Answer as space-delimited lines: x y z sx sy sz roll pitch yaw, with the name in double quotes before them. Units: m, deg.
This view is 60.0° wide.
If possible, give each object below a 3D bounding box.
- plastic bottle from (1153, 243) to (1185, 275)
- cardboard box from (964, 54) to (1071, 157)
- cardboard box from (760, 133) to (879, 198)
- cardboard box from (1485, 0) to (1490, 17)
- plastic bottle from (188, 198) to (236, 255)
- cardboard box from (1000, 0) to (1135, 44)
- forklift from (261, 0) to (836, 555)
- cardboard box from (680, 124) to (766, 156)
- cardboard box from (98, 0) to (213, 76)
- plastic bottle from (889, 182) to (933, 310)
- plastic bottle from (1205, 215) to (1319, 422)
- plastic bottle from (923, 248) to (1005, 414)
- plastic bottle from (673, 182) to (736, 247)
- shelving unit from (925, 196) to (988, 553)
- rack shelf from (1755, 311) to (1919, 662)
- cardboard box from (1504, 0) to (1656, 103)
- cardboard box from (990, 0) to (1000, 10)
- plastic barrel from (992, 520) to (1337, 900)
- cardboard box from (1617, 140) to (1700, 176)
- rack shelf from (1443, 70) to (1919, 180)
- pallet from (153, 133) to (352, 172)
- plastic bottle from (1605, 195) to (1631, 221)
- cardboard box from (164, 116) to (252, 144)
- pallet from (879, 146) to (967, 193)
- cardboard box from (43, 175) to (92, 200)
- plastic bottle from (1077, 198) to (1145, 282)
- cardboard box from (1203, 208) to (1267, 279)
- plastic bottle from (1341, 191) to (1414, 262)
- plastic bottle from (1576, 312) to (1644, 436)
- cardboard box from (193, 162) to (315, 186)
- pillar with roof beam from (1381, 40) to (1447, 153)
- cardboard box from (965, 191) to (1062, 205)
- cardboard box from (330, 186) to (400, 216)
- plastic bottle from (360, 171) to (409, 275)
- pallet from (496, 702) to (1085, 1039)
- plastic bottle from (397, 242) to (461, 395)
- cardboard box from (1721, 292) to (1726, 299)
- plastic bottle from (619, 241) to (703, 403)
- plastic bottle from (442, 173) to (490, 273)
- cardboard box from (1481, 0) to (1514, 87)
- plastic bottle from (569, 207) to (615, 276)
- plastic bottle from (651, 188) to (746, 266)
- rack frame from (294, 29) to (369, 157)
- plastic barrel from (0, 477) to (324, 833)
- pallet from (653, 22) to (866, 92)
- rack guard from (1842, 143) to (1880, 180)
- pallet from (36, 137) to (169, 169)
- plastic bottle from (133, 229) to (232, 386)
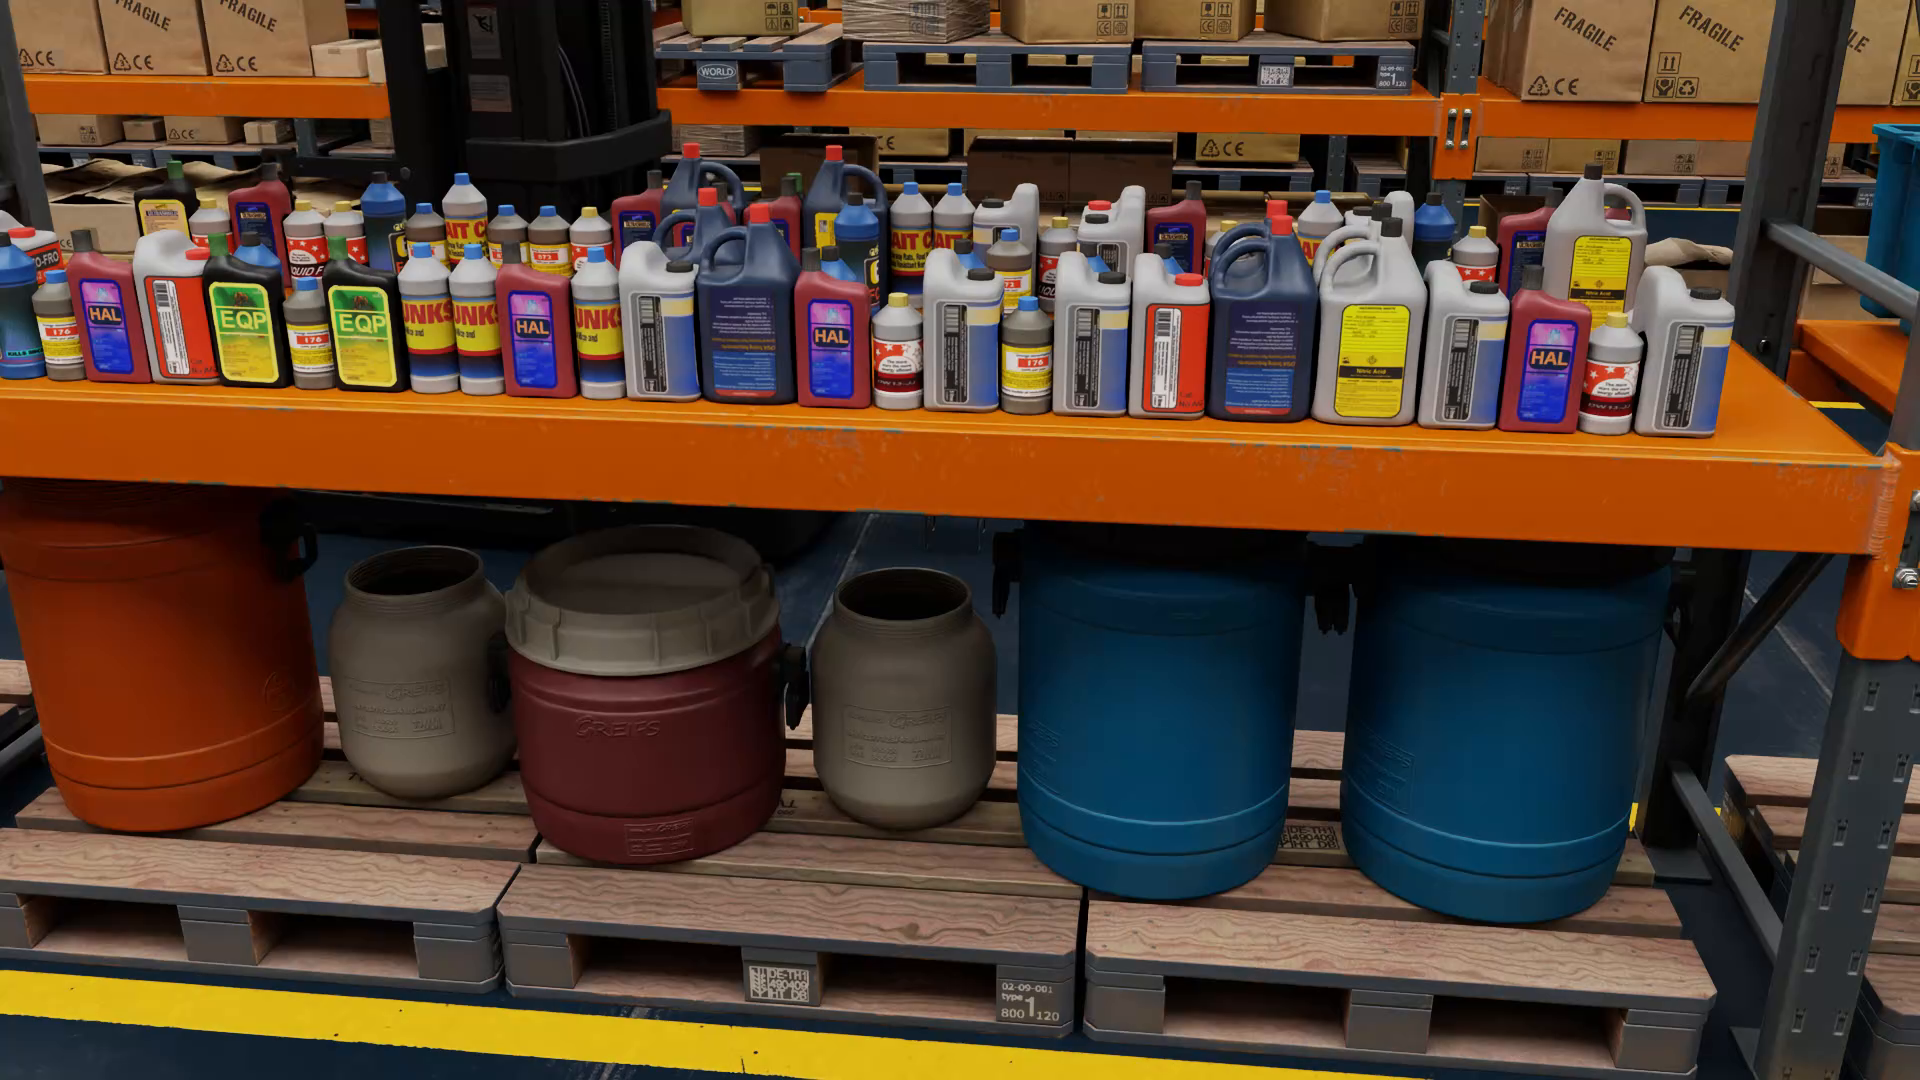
"plastic bottle" 0.369 -0.411 3.074 0.097 0.271 0.097 0 22 0
"cardboard box" 0.443 -3.354 12.695 0.750 0.750 0.750 2 22 6
"cardboard box" -0.707 -1.904 8.458 0.500 0.250 0.500 3 22 8
"cardboard box" 4.092 -4.181 12.028 0.700 0.700 0.980 2 22 5
"plastic bottle" -1.742 -0.695 3.888 0.097 0.201 0.097 0 22 0
"cardboard box" 0.490 -2.592 7.709 0.500 0.500 0.700 -3 22 -7
"forklift" -1.896 -1.560 5.900 3.031 2.935 1.130 5 22 13
"cardboard box" -1.862 -3.332 13.090 0.500 0.500 0.700 3 22 7
"cardboard box" -3.911 -2.605 8.313 0.500 0.500 0.500 3 22 6
"plastic bottle" -0.108 -0.656 3.695 0.097 0.271 0.097 0 22 0
"plastic bottle" 0.531 -0.393 2.921 0.185 0.351 0.144 2 22 6
"plastic bottle" 0.008 -0.383 2.996 0.135 0.276 0.152 2 22 6
"plastic bottle" -0.553 -0.635 3.624 0.133 0.283 0.061 2 22 6
"shelving unit" -0.014 -0.559 5.721 0.189 1.200 0.258 2 22 6
"rack shelf" 3.652 -0.067 3.007 4.000 0.370 1.077 2 22 6
"cardboard box" 2.726 -2.221 7.342 0.500 0.500 0.500 3 22 8
"cardboard box" 0.185 -4.041 12.396 0.250 0.149 0.380 3 22 7
"plastic barrel" 0.424 0.232 3.555 0.708 0.901 0.600 2 22 6
"cardboard box" 5.100 -3.002 12.281 0.500 0.500 0.700 2 22 5
"rack shelf" 4.238 -1.875 7.581 4.000 0.370 1.077 2 22 6
"pallet" -5.784 -3.170 13.672 1.213 0.211 1.003 2 22 6
"plastic bottle" 1.352 -0.605 3.549 0.133 0.283 0.061 2 22 6
"cardboard box" -6.148 -3.523 13.574 0.500 0.500 0.500 1 22 2
"pallet" -0.367 -2.920 13.037 1.213 0.211 1.003 2 22 6
"cardboard box" -4.815 -1.687 8.534 0.500 0.311 0.500 2 22 6
"plastic bottle" 0.313 -0.574 3.480 0.135 0.276 0.152 2 22 6
"cardboard box" 1.238 -1.279 7.898 0.500 0.500 0.500 3 22 6
"plastic bottle" 0.887 -0.605 3.559 0.135 0.276 0.152 2 22 6
"plastic bottle" 1.118 -0.289 2.862 0.097 0.201 0.097 0 22 0
"cardboard box" -3.745 -1.841 8.923 0.500 0.311 0.500 2 22 6
"pillar with roof beam" 3.122 -5.609 7.886 0.400 9.000 9.100 2 22 6
"cardboard box" 0.272 -1.514 8.490 0.500 0.500 0.500 2 22 4
"cardboard box" -2.786 -1.599 8.311 0.500 0.311 0.500 2 22 5
"plastic bottle" -1.320 -0.709 3.829 0.097 0.271 0.097 0 22 0
"pallet" -0.311 0.709 3.861 1.213 0.211 1.003 2 22 6
"plastic bottle" -0.982 -0.413 3.081 0.097 0.271 0.097 0 22 0
"cardboard box" 3.504 -1.052 7.777 0.250 0.166 0.380 2 22 6
"plastic bottle" -0.538 -0.406 3.057 0.135 0.276 0.152 2 22 6
"plastic bottle" -1.127 -0.701 3.808 0.097 0.271 0.097 0 22 0
"cardboard box" 2.779 -2.415 7.832 0.500 0.500 0.500 3 22 7
"plastic bottle" -0.837 -0.656 3.788 0.097 0.201 0.097 0 22 0
"plastic bottle" -0.495 -0.494 3.177 0.185 0.351 0.144 2 22 6
"rack frame" -5.113 -4.451 13.118 0.127 3.000 1.000 2 22 6
"plastic barrel" -1.819 0.168 3.815 0.708 0.830 0.600 2 22 6
"pallet" -1.039 -2.376 8.131 1.003 0.211 1.213 2 22 6
"rack guard" 6.827 -2.768 12.262 0.348 0.500 1.175 2 22 6
"pallet" -6.999 -3.222 13.803 1.213 0.211 1.003 2 22 6
"plastic bottle" -1.456 -0.446 3.158 0.135 0.276 0.152 2 22 6
